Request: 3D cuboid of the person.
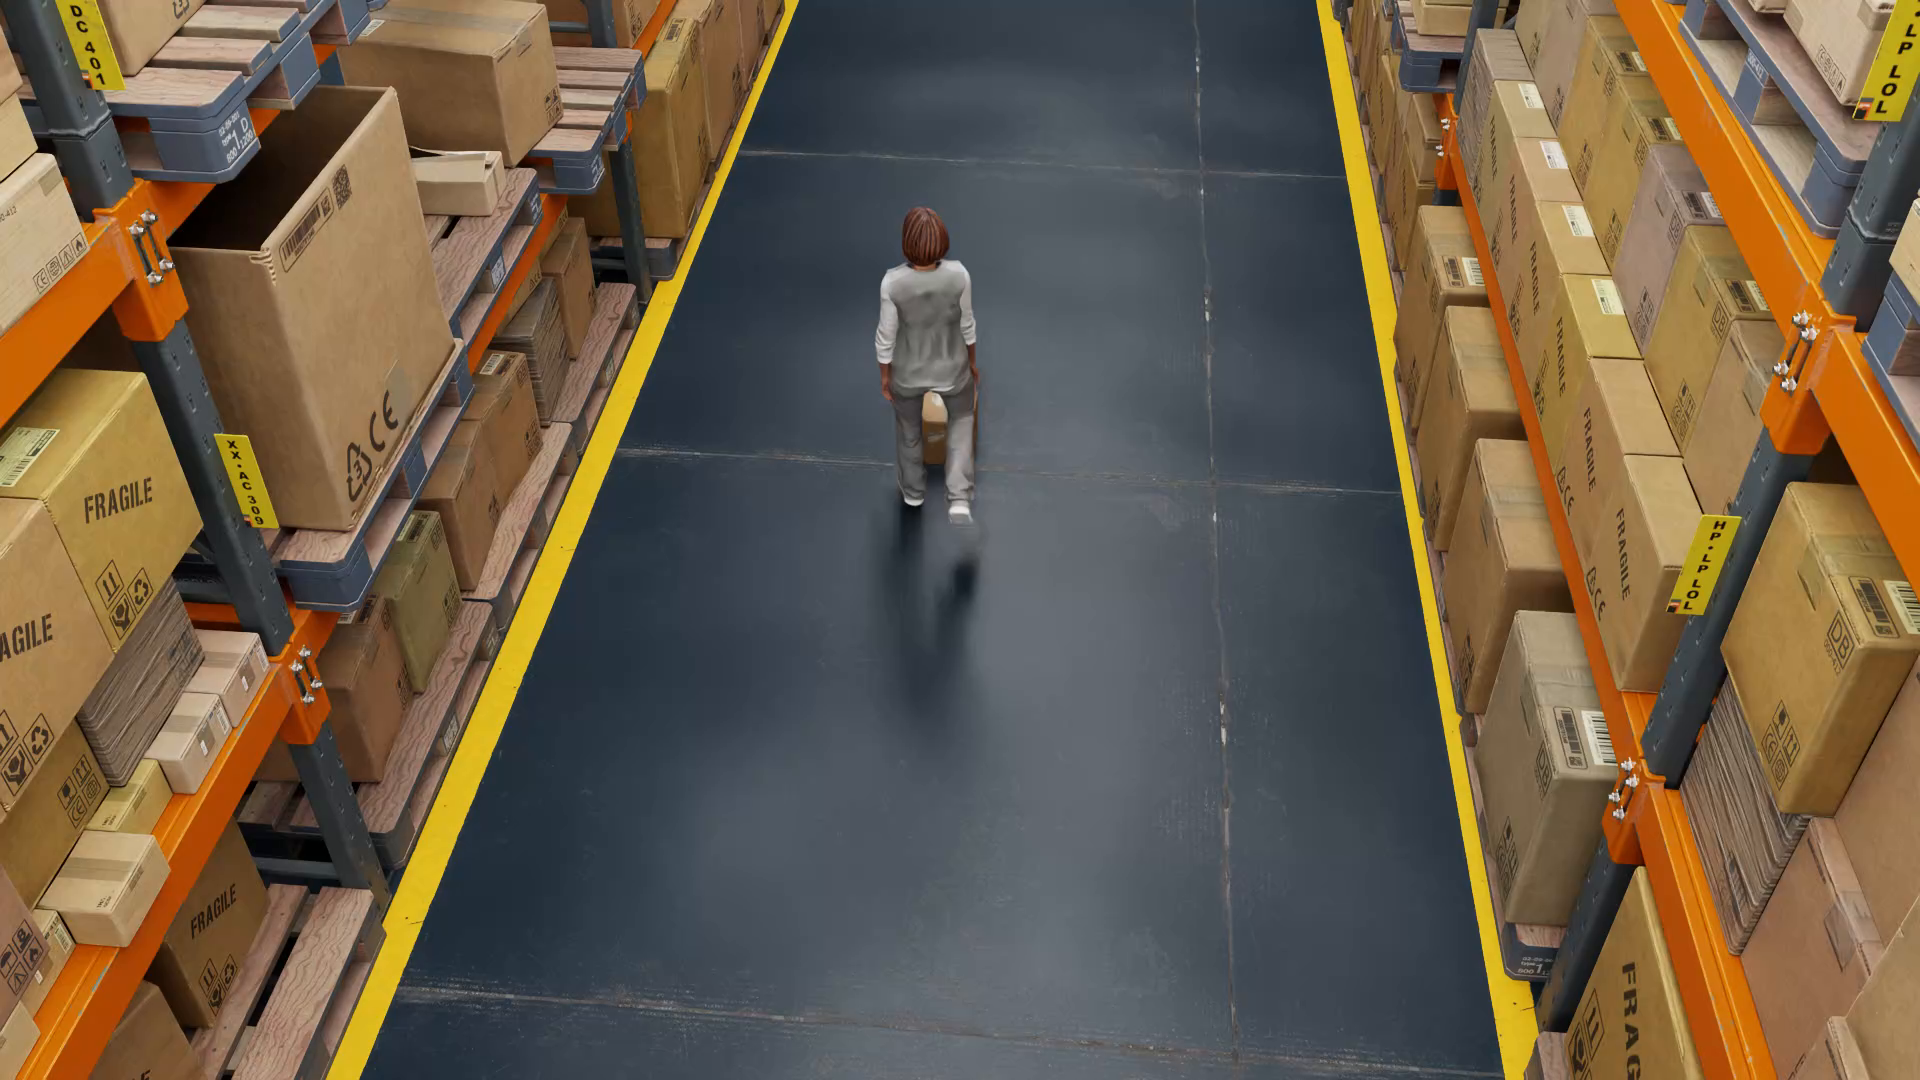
[{"bbox_3d":[-0.124,-0.703,6.909,0.430,1.528,0.473,-3,41,-4],"label":"person"}]
